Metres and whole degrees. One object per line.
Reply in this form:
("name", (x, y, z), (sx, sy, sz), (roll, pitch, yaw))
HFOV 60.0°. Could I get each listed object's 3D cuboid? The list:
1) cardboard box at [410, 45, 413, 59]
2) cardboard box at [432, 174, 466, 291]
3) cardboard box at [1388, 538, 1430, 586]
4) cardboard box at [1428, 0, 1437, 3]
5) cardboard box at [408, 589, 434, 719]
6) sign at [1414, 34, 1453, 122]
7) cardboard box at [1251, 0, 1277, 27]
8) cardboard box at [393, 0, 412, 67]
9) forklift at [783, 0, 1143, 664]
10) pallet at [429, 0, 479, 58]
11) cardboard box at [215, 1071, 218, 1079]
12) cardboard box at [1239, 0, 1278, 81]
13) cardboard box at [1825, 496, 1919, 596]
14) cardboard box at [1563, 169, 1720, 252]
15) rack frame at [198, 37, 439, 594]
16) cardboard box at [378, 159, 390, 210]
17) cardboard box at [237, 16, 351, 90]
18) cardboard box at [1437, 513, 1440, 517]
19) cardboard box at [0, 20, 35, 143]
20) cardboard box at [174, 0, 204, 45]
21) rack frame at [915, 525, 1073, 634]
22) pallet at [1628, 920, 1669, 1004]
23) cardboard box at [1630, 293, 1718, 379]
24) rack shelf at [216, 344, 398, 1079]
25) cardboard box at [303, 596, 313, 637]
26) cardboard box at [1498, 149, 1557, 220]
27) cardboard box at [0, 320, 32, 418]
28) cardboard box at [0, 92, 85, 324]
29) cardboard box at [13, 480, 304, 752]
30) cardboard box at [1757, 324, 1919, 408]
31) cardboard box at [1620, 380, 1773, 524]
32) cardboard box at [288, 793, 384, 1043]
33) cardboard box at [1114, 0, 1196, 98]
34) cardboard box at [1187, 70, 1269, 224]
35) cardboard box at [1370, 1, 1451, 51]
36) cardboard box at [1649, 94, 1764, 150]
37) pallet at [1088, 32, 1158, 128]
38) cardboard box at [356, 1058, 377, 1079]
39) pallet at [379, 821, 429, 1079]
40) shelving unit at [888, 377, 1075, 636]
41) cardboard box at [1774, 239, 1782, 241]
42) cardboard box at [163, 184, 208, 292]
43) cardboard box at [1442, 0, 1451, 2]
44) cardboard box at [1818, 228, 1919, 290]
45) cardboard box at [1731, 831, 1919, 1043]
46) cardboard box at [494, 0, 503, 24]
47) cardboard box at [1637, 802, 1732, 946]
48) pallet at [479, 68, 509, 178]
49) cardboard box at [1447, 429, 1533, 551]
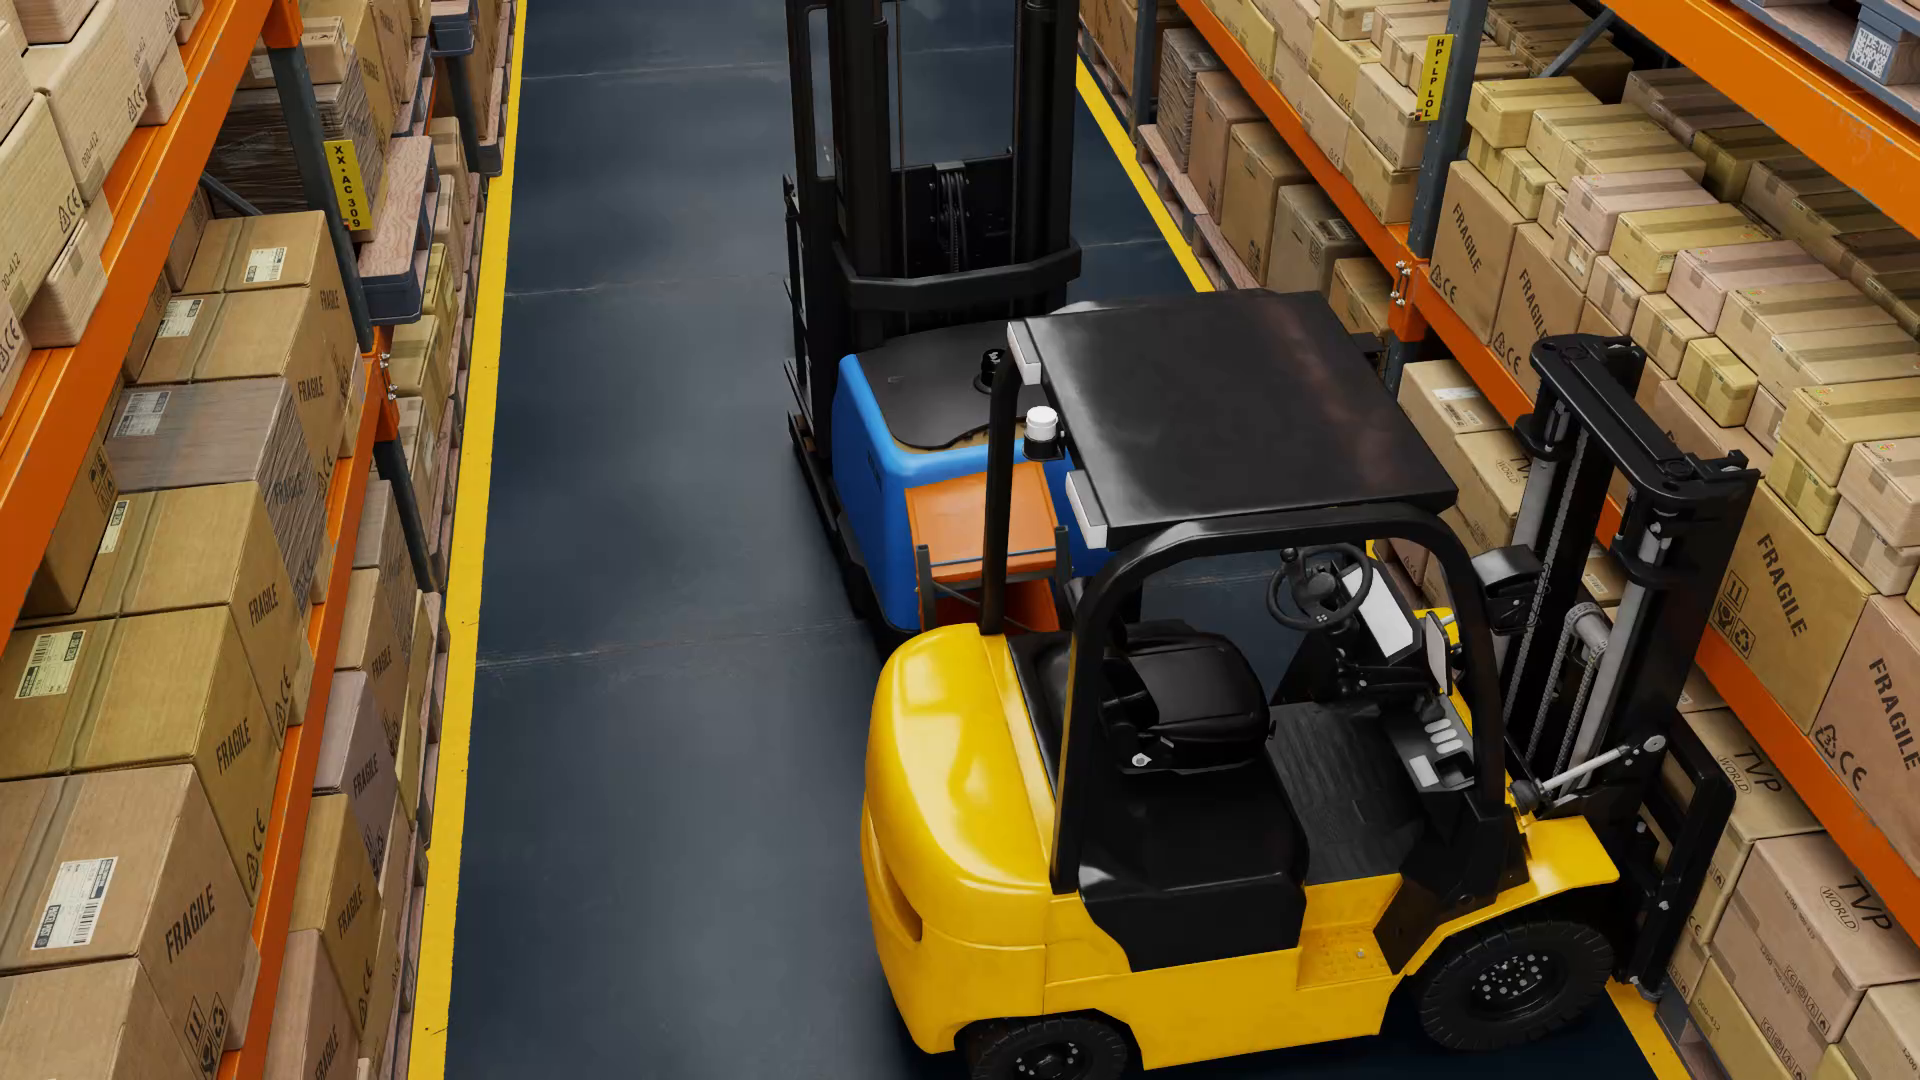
("cardboard box", (-2.675, -2.179, 7.473), (0.380, 0.149, 0.250), (-7, 38, -9))
("cardboard box", (-3.087, -1.554, 8.605), (0.950, 0.372, 0.625), (-7, 38, -9))
("cardboard box", (2.033, -0.085, 6.814), (0.500, 0.250, 0.500), (-6, 38, -7))
("cardboard box", (2.280, -2.421, 7.636), (0.500, 0.250, 0.500), (-7, 38, -9))
("cardboard box", (-2.244, 0.451, 6.123), (0.500, 0.250, 0.500), (-5, 38, -6))
("sign", (1.742, -1.695, 6.107), (0.100, 0.325, 0.005), (-6, 38, -8))
("cardboard box", (1.685, -2.666, 7.952), (0.500, 0.250, 0.500), (-6, 38, -7))
("cardboard box", (-2.674, -2.345, 7.158), (0.500, 0.500, 0.500), (-8, 39, -10))
("forklift", (-0.172, -1.528, 6.828), (1.130, 2.935, 3.031), (-10, 39, -13))
("pallet", (-3.084, -2.718, 8.460), (1.213, 0.211, 1.003), (-6, 38, -8))
("cardboard box", (-1.791, 1.171, 3.503), (0.380, 0.149, 0.250), (-7, 38, -9))
("cardboard box", (1.680, -2.467, 8.103), (0.500, 0.250, 0.500), (-5, 38, -6))
("cardboard box", (2.454, -0.014, 4.212), (0.380, 0.149, 0.250), (-7, 38, -9))
("cardboard box", (2.170, -1.054, 5.309), (0.380, 0.149, 0.250), (-5, 38, -7))
("rack frame", (-2.612, -0.797, 5.831), (1.000, 3.000, 0.127), (-6, 38, -8))
("cardboard box", (-2.433, -1.383, 6.448), (0.380, 0.149, 0.250), (-5, 38, -7))
("cardboard box", (-2.346, -1.698, 5.796), (0.380, 0.149, 0.250), (-6, 38, -8))
("cardboard box", (2.055, -0.285, 6.663), (0.500, 0.250, 0.500), (-6, 38, -8))
("cardboard box", (-1.889, -0.791, 2.934), (0.380, 0.149, 0.250), (-5, 38, -7))
("cardboard box", (-2.230, -1.410, 4.380), (0.380, 0.149, 0.250), (-6, 38, -7))
("rack frame", (0.145, 0.433, 5.745), (0.500, 1.125, 0.032), (-8, 38, -3))
("pallet", (2.590, 0.991, 5.802), (1.003, 0.211, 1.213), (-6, 38, -8))
("cardboard box", (2.267, -0.632, 5.008), (0.380, 0.149, 0.250), (-7, 38, -9))
("rack shelf", (-2.261, 0.695, 4.496), (1.077, 0.370, 4.000), (-6, 38, -8))
("cardboard box", (-2.059, 0.235, 4.708), (0.380, 0.149, 0.250), (-7, 38, -9))
("cardboard box", (2.118, -1.252, 5.806), (0.380, 0.149, 0.250), (-5, 38, -7))
("cardboard box", (-1.914, -0.321, 2.978), (0.380, 0.149, 0.250), (-7, 38, -9))
("cardboard box", (-1.930, -0.571, 2.974), (0.500, 0.250, 0.500), (-5, 38, -7))
("cardboard box", (-2.002, 0.220, 4.198), (0.500, 0.500, 0.500), (-7, 38, -9))
("cardboard box", (2.430, -0.450, 4.531), (0.380, 0.149, 0.250), (-6, 38, -7))
("cardboard box", (2.360, -0.152, 4.919), (0.500, 0.500, 0.500), (-6, 38, -8))
("cardboard box", (-1.961, 1.093, 4.686), (0.500, 0.500, 0.500), (-6, 38, -7))
("cardboard box", (1.287, -3.160, 10.568), (0.500, 0.500, 0.500), (-5, 38, -7))
("cardboard box", (1.791, -2.205, 9.237), (0.875, 0.625, 0.625), (-5, 38, -6))
("cardboard box", (1.941, -2.118, 6.922), (0.380, 0.149, 0.250), (-6, 38, -8))
("cardboard box", (2.631, -1.430, 5.793), (0.380, 0.149, 0.250), (-7, 38, -9))
("pallet", (1.479, -3.103, 11.072), (1.003, 0.211, 1.213), (-6, 38, -8))
("cardboard box", (-1.862, 1.713, 4.499), (0.500, 0.250, 0.500), (-5, 38, -6))
("pallet", (-2.242, 1.445, 5.218), (1.003, 0.211, 1.213), (-6, 38, -8))
("shelving unit", (0.084, 0.122, 6.143), (0.538, 1.125, 1.048), (-8, 38, -3))
("cardboard box", (2.735, -0.841, 5.278), (0.380, 0.149, 0.250), (-5, 38, -6))
("cardboard box", (-2.748, -1.060, 5.030), (0.700, 0.500, 0.500), (-7, 38, -8))
("cardboard box", (2.320, -2.335, 7.200), (0.380, 0.149, 0.250), (-7, 38, -8))
("cardboard box", (2.820, -0.809, 4.993), (0.380, 0.149, 0.250), (-7, 38, -8))
("cardboard box", (2.492, 1.056, 4.530), (0.500, 0.250, 0.500), (-6, 38, -7))
("cardboard box", (-3.661, -4.045, 11.401), (0.875, 0.875, 0.875), (-5, 38, -7))
("cardboard box", (2.394, 0.932, 5.097), (0.500, 0.250, 0.500), (-7, 38, -9))
("pallet", (-3.377, -2.596, 10.419), (1.003, 0.211, 1.213), (-6, 38, -8))
("cardboard box", (2.130, -0.172, 6.110), (0.500, 0.250, 0.500), (-6, 38, -8))
